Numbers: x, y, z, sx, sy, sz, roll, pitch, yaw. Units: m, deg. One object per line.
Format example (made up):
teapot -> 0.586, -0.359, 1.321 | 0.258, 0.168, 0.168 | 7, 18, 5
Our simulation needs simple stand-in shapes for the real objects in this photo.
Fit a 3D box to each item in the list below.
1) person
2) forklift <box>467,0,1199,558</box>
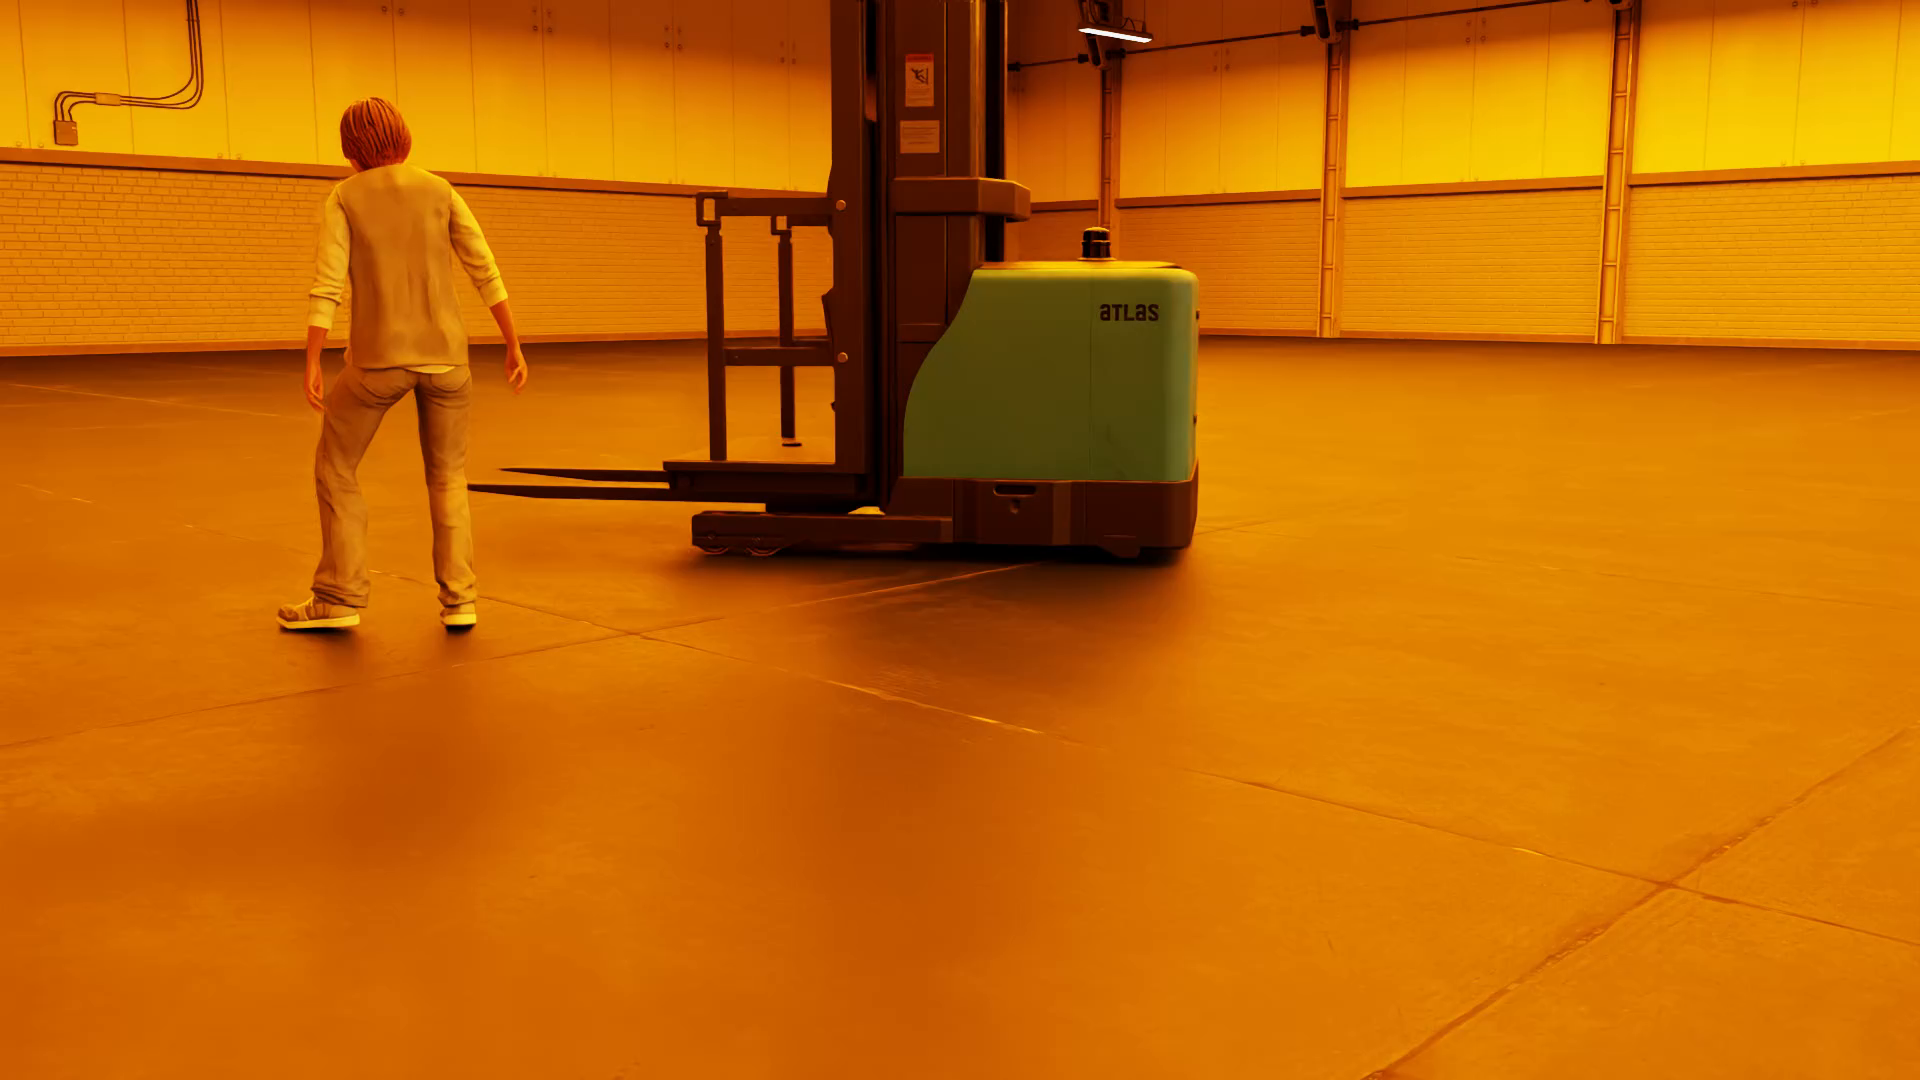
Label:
person -> -1.661, -0.509, 4.911 | 0.730, 1.568, 0.396 | -5, 10, -28
forklift -> -0.572, -1.462, 6.584 | 3.031, 2.935, 1.130 | 1, 9, 10
